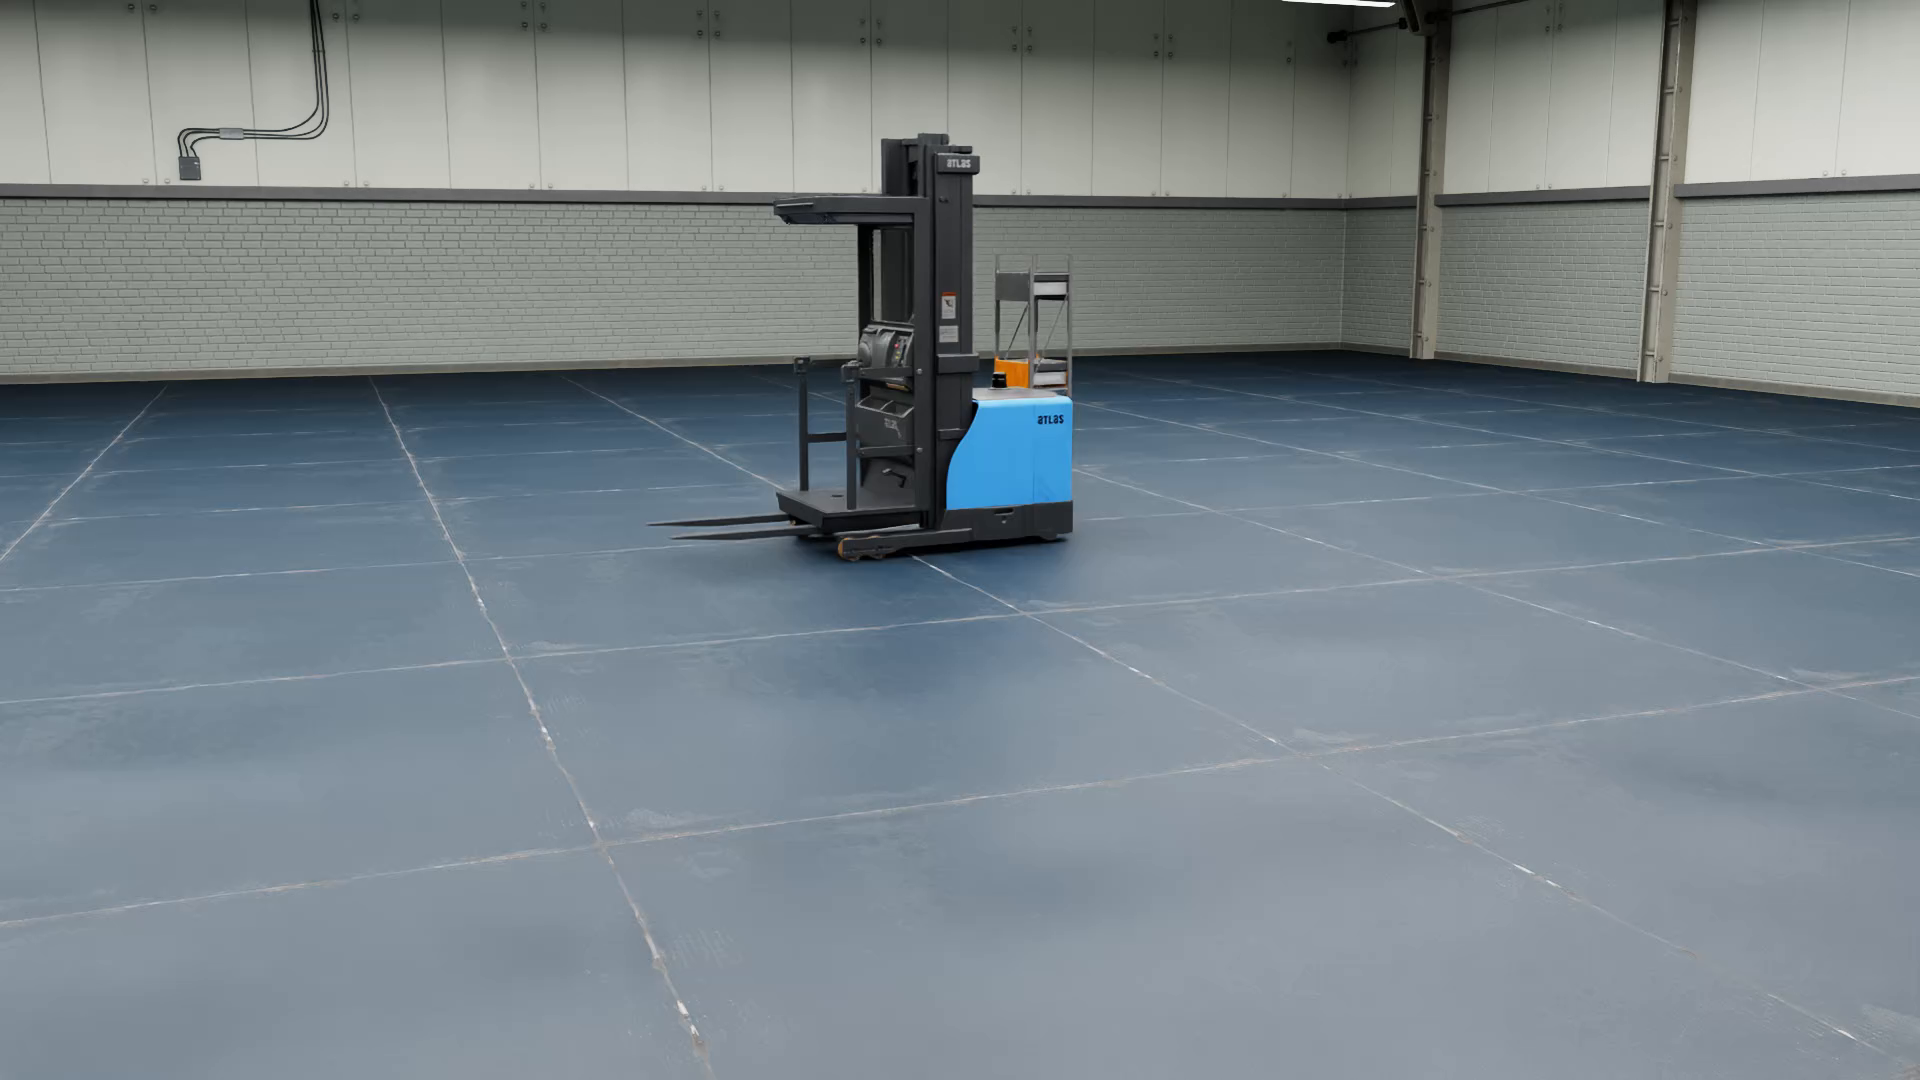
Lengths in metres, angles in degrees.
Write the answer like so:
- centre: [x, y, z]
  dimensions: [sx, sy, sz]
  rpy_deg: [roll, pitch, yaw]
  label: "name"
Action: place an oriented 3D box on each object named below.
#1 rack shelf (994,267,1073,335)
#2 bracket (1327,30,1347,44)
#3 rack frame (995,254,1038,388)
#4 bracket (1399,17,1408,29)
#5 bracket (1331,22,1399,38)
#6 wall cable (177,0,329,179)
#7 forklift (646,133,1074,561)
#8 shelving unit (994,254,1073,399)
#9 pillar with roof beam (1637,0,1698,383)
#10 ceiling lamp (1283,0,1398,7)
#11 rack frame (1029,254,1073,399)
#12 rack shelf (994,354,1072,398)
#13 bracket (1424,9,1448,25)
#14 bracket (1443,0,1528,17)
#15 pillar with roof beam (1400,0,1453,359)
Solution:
- centre: [0.582, -1.898, 13.174]
  dimensions: [0.431, 0.518, 0.480]
  rpy_deg: [-6, 12, -31]
  label: "rack shelf"
- centre: [7.618, -10.157, 33.545]
  dimensions: [0.235, 0.232, 0.430]
  rpy_deg: [-4, 11, -21]
  label: "bracket"
- centre: [0.453, -1.259, 13.499]
  dimensions: [0.400, 2.100, 0.015]
  rpy_deg: [-6, 12, -31]
  label: "rack frame"
- centre: [8.477, -9.770, 31.371]
  dimensions: [0.235, 0.232, 0.430]
  rpy_deg: [-4, 11, -21]
  label: "bracket"
- centre: [7.832, -10.060, 33.003]
  dimensions: [0.076, 0.066, 3.189]
  rpy_deg: [-4, 11, -21]
  label: "bracket"
- centre: [-11.382, -8.792, 26.443]
  dimensions: [2.305, 6.003, 0.169]
  rpy_deg: [-4, 11, -21]
  label: "wall cable"
- centre: [-0.719, -1.401, 11.925]
  dimensions: [3.031, 2.935, 1.130]
  rpy_deg: [-5, 11, -24]
  label: "forklift"
- centre: [0.582, -1.222, 13.295]
  dimensions: [0.431, 2.100, 0.503]
  rpy_deg: [-6, 12, -31]
  label: "shelving unit"
- centre: [7.120, -6.700, 24.390]
  dimensions: [9.100, 9.000, 0.400]
  rpy_deg: [-4, 11, -21]
  label: "pillar with roof beam"
- centre: [5.735, -9.881, 25.605]
  dimensions: [2.000, 3.185, 0.800]
  rpy_deg: [-4, 11, -21]
  label: "ceiling lamp"
- centre: [0.710, -1.186, 13.090]
  dimensions: [0.400, 2.100, 0.015]
  rpy_deg: [-6, 12, -31]
  label: "rack frame"
- centre: [0.582, -1.209, 13.297]
  dimensions: [0.431, 0.518, 0.480]
  rpy_deg: [-6, 12, -31]
  label: "rack shelf"
- centre: [8.778, -9.634, 30.609]
  dimensions: [0.235, 0.232, 0.430]
  rpy_deg: [-4, 11, -21]
  label: "bracket"
- centre: [9.711, -9.214, 28.245]
  dimensions: [0.076, 0.066, 4.783]
  rpy_deg: [-4, 11, -21]
  label: "bracket"
- centre: [4.946, -7.679, 29.896]
  dimensions: [9.100, 9.000, 0.548]
  rpy_deg: [-4, 11, -21]
  label: "pillar with roof beam"
